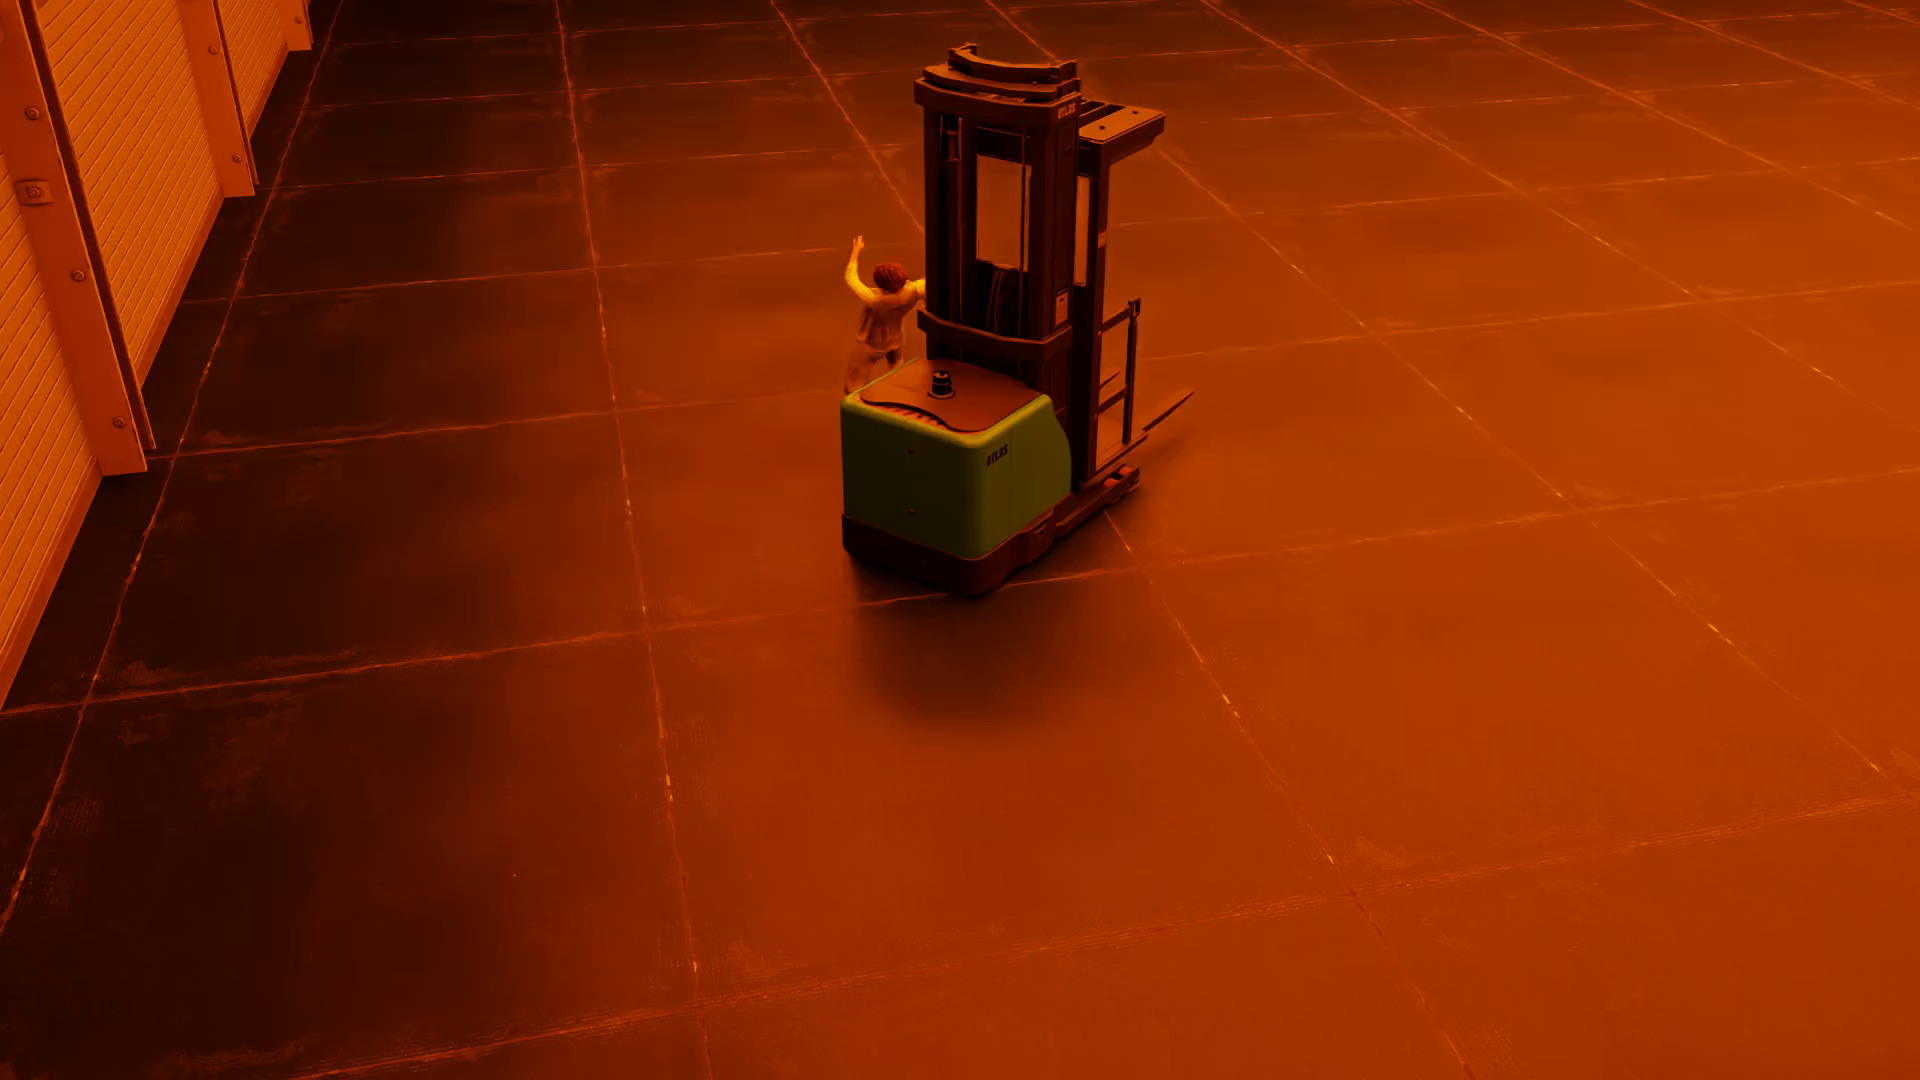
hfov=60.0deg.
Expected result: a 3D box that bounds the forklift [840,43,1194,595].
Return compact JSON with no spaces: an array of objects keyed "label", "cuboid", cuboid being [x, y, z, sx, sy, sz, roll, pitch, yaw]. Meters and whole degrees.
[{"label":"forklift","cuboid":[0.535,-1.632,10.394,1.130,2.935,3.031,19,35,30]}]

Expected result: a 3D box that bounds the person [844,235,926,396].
[{"label":"person","cuboid":[-0.436,-1.405,11.525,0.676,1.347,0.895,23,37,33]}]
